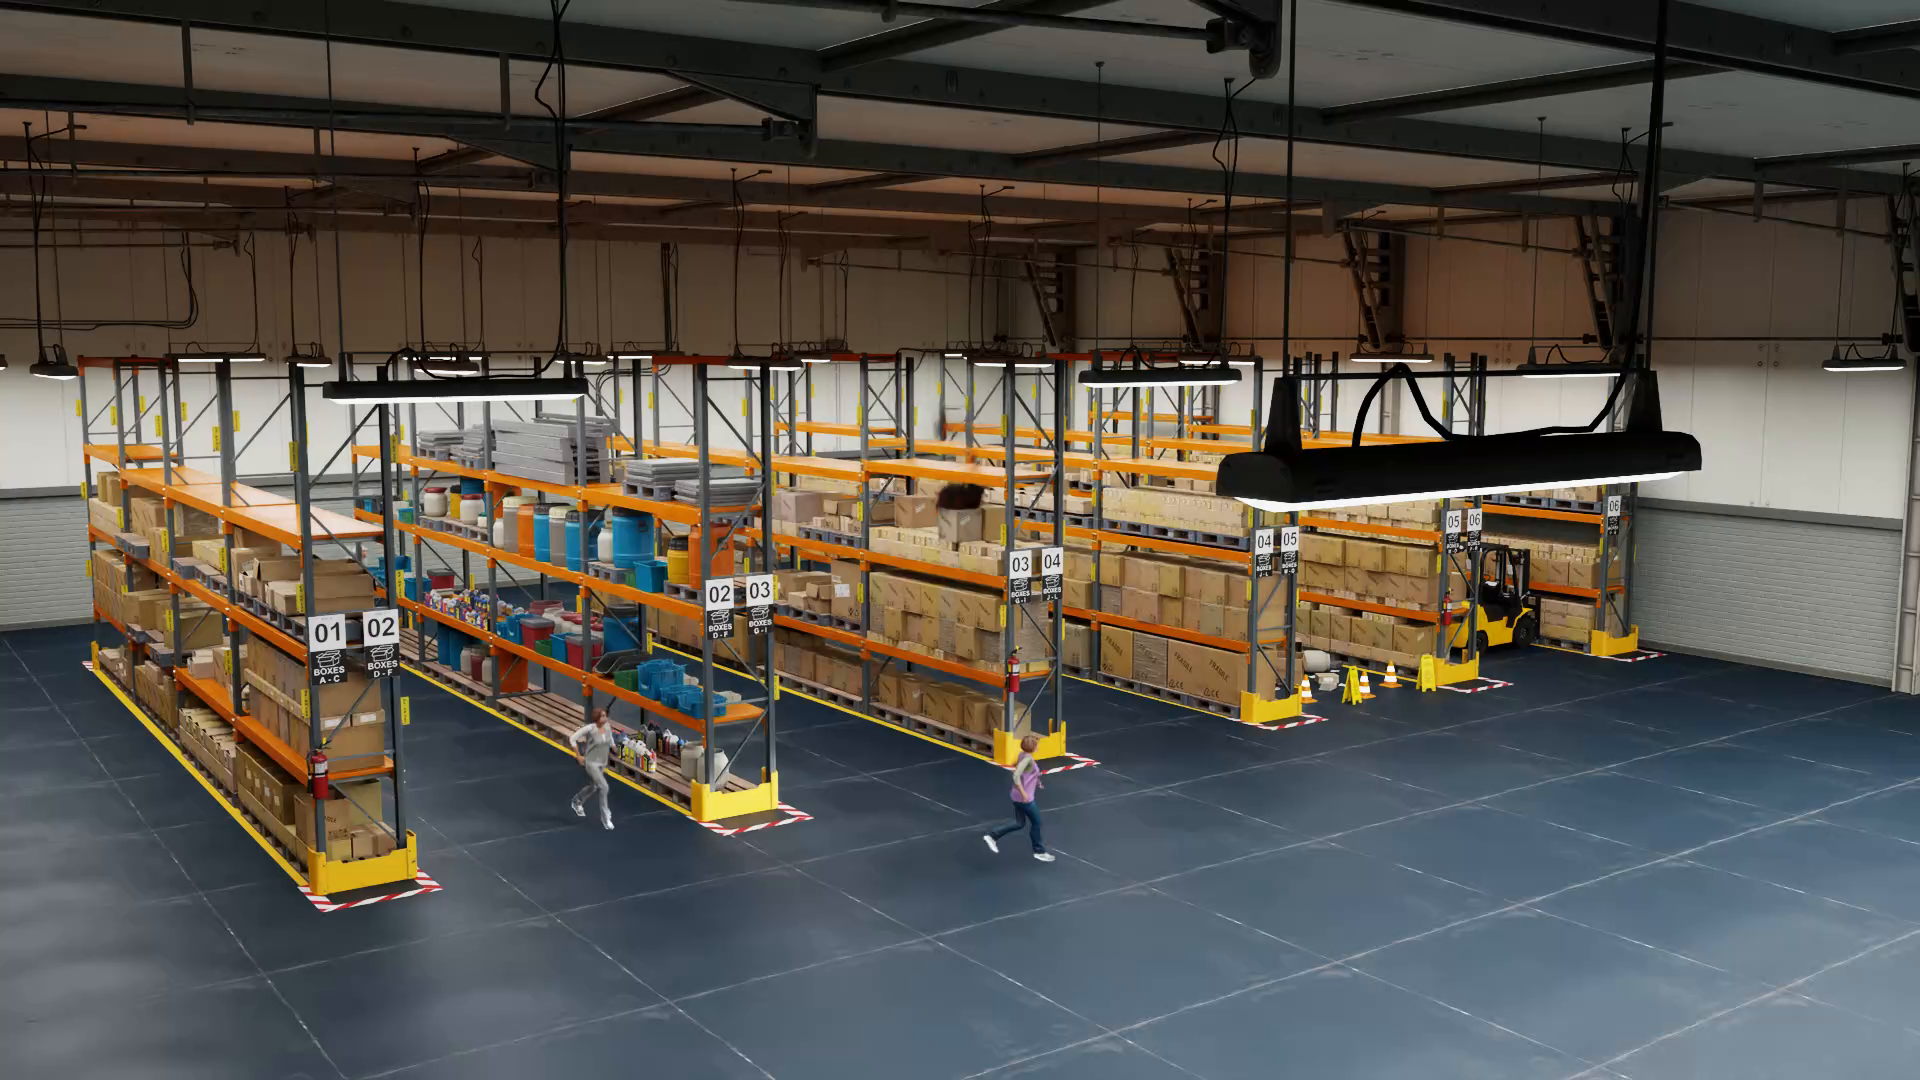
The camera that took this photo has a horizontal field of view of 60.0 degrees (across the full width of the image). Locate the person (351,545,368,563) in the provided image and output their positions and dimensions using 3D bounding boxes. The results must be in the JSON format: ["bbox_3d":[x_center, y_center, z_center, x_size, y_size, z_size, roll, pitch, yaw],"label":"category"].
[{"bbox_3d":[-13.546,0.961,37.381,0.716,1.703,0.649,-2,7,-18],"label":"person"}]

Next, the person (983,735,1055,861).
[{"bbox_3d":[0.728,3.127,20.050,0.890,1.588,0.559,-1,7,-7],"label":"person"}]

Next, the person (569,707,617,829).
[{"bbox_3d":[-4.796,2.958,21.655,0.826,1.636,0.552,4,8,32],"label":"person"}]

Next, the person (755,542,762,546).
[{"bbox_3d":[-4.636,0.865,38.443,0.571,1.639,0.813,-4,8,-30],"label":"person"}]
